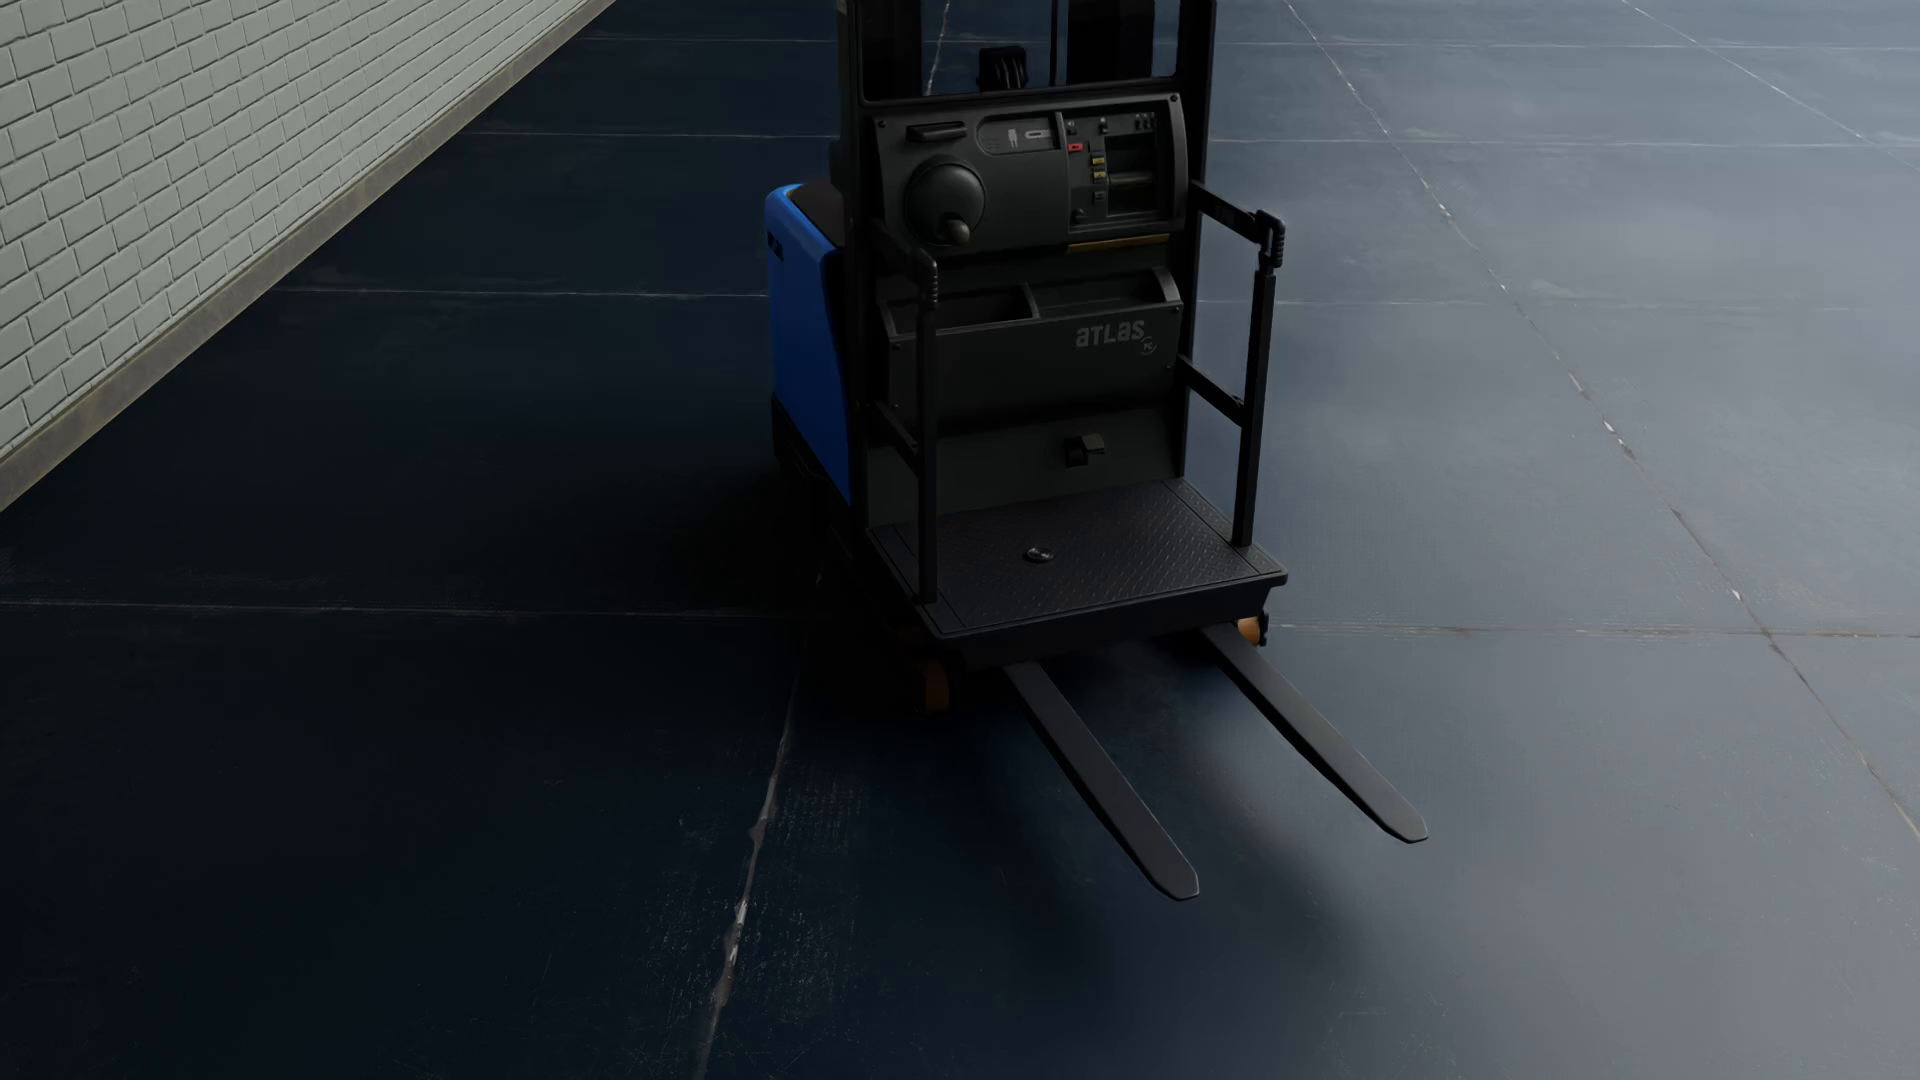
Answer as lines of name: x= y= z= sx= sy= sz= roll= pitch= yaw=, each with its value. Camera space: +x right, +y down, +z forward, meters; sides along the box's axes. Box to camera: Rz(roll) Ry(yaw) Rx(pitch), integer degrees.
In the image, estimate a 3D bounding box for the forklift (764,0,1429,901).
forklift: x=0.285 y=-1.007 z=4.520 sx=1.130 sy=2.935 sz=3.031 roll=-10 pitch=29 yaw=-18
